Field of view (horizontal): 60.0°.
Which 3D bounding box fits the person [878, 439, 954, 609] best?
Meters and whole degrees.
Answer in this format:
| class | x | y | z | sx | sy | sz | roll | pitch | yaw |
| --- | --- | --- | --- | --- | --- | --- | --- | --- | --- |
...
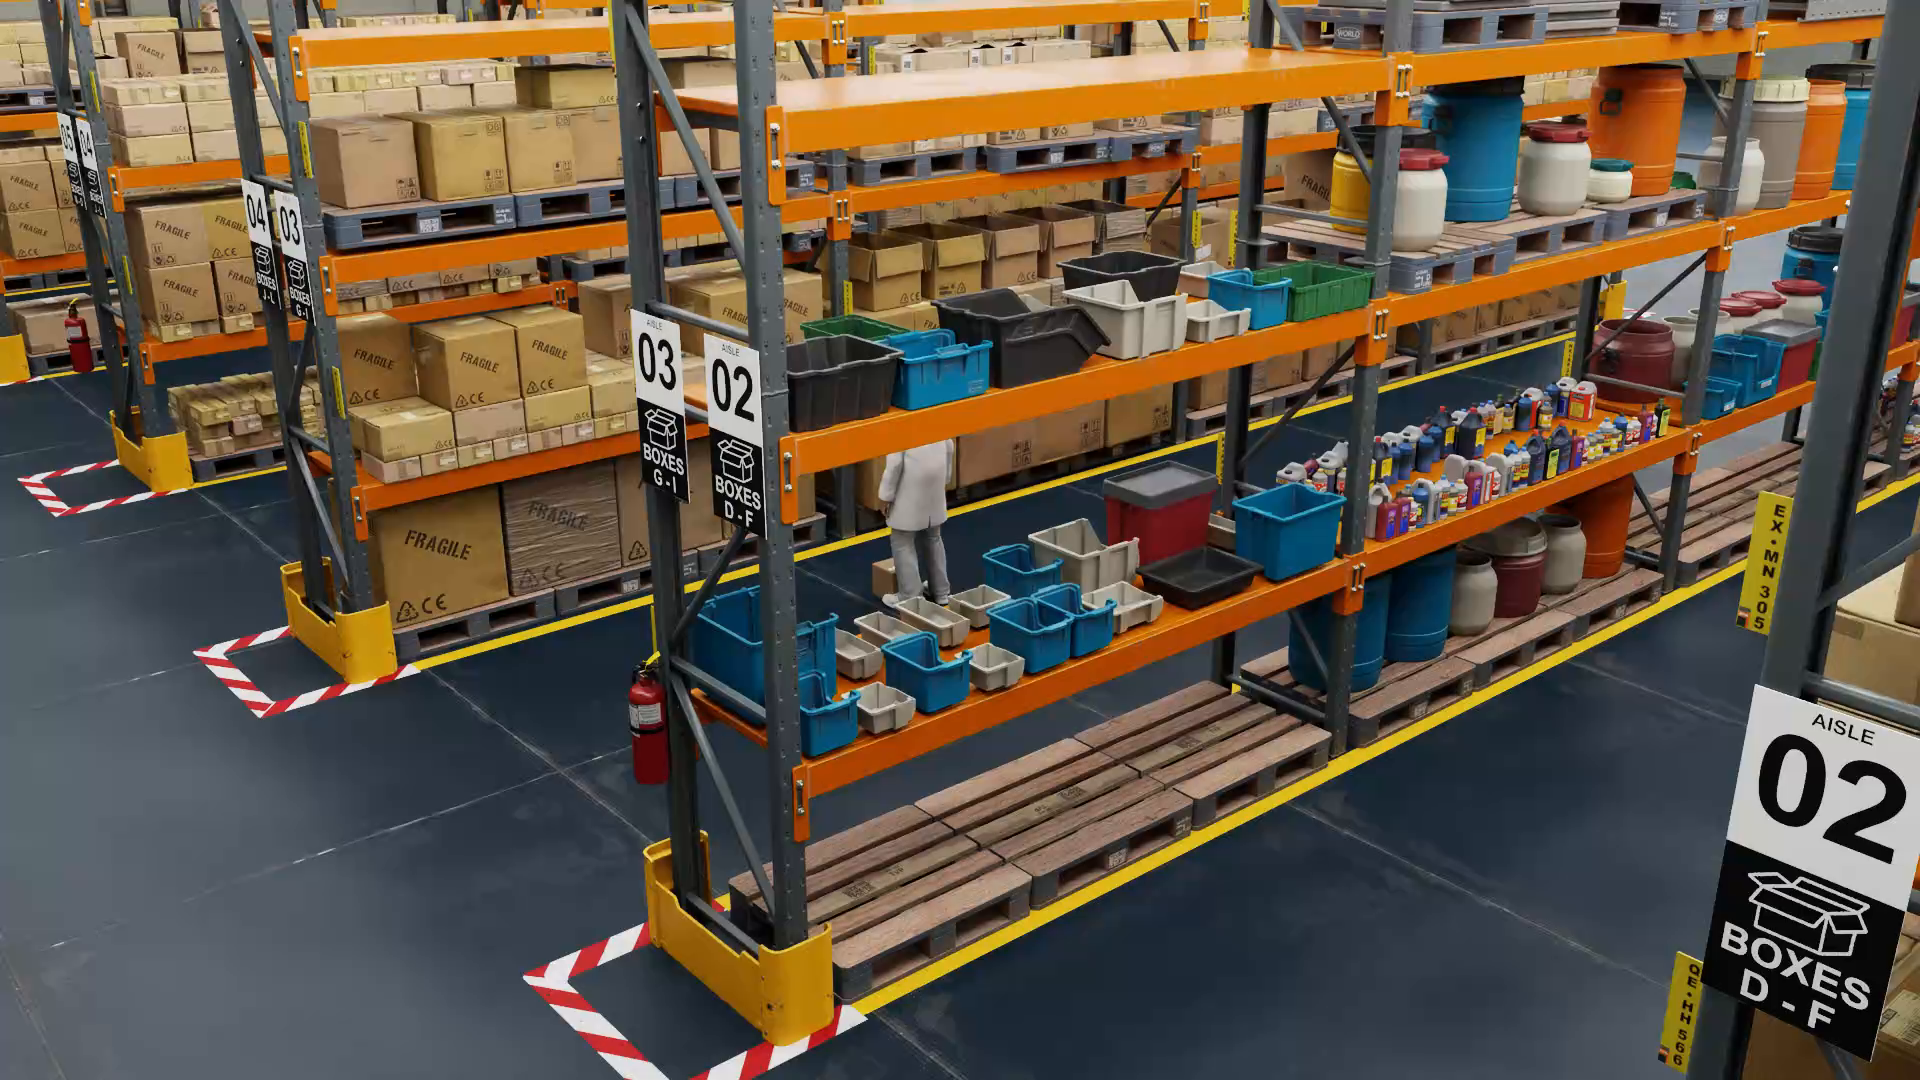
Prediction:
| class | x | y | z | sx | sy | sz | roll | pitch | yaw |
| --- | --- | --- | --- | --- | --- | --- | --- | --- | --- |
| person | -0.319 | -0.348 | 12.024 | 0.653 | 1.774 | 0.415 | -18 | 27 | -39 |
